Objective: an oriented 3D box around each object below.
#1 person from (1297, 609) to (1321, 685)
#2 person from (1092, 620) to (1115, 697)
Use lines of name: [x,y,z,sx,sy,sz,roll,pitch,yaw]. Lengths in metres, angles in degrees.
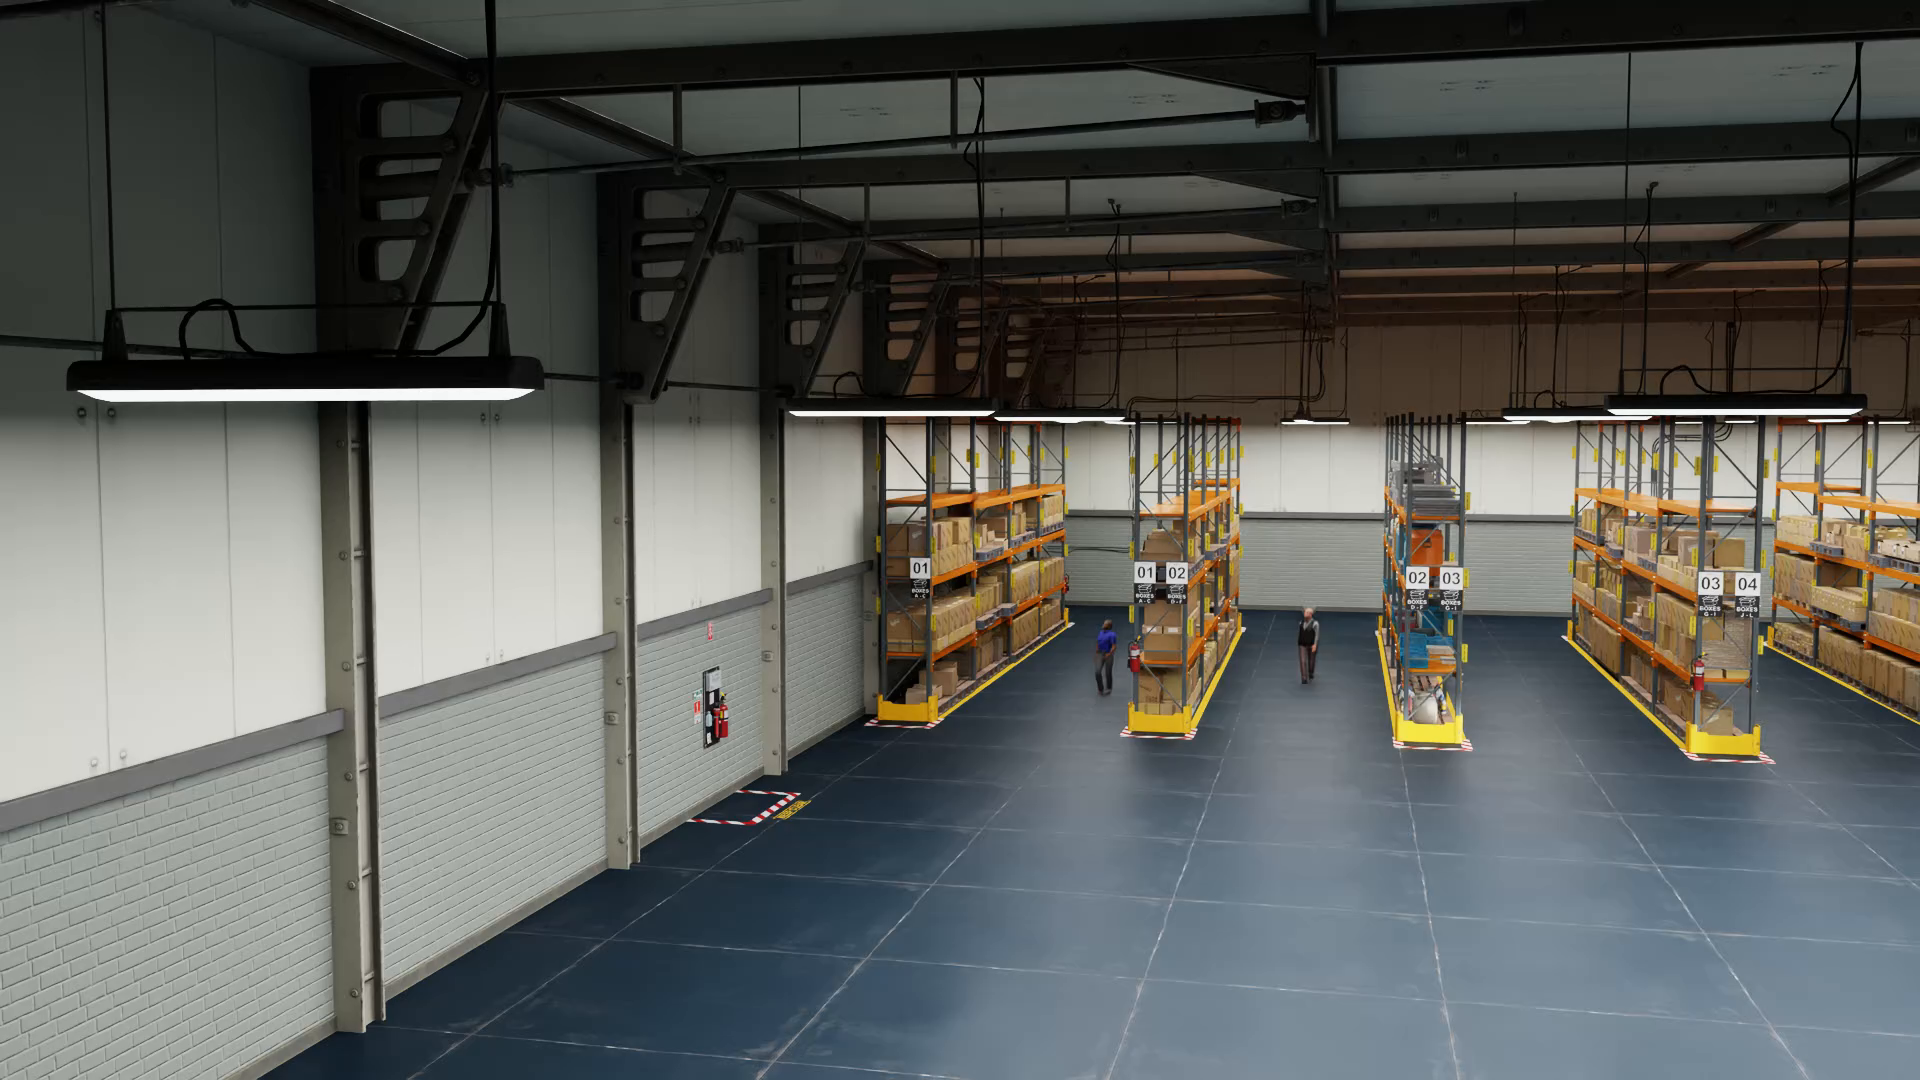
person: [7.801,2.386,37.188,0.499,1.681,1.023,1,4,9]
person: [3.060,2.551,35.496,0.543,1.643,0.724,1,4,18]
